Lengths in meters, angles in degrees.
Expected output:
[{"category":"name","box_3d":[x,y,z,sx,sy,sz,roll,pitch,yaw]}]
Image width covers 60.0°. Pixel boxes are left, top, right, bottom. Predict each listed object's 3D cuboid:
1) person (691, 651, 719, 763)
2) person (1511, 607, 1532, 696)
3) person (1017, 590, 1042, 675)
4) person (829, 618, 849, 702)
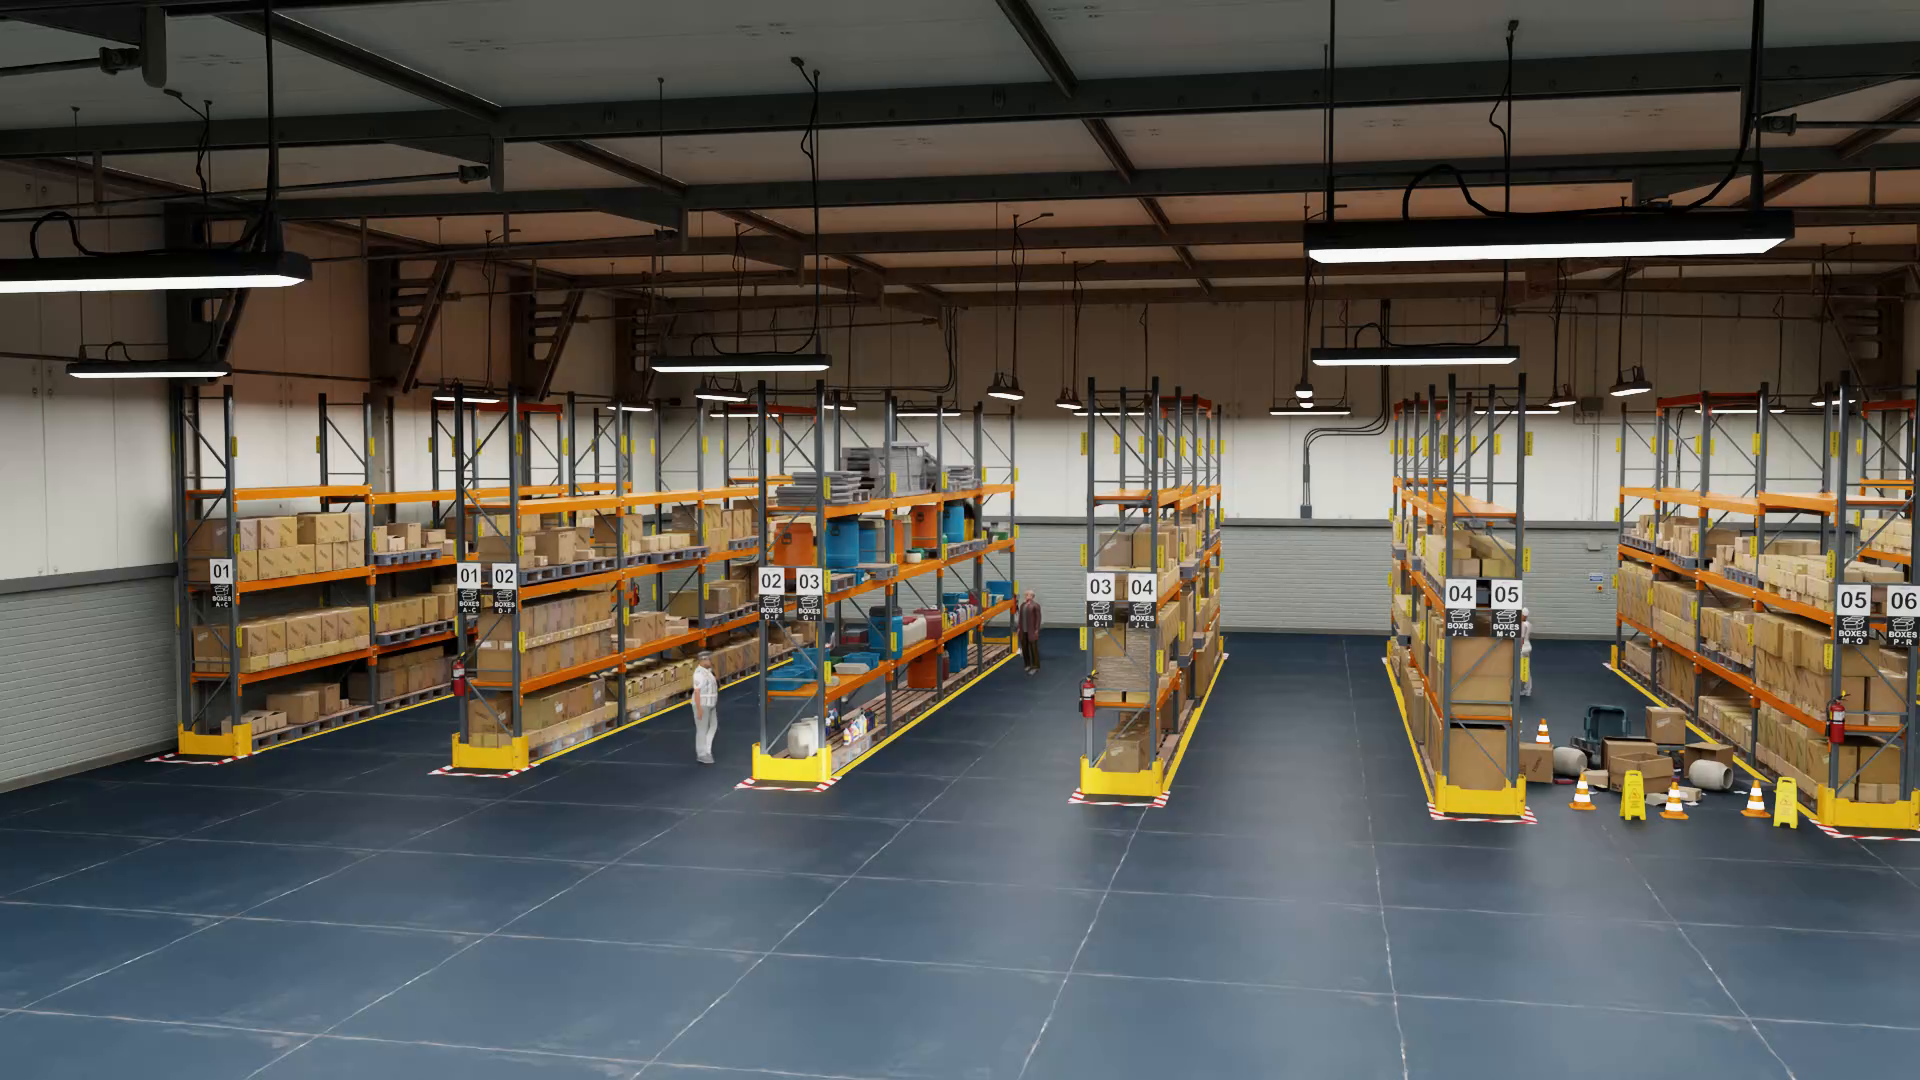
[{"category":"person","box_3d":[-4.051,2.689,26.494,0.395,1.855,0.614,1,3,12]},{"category":"person","box_3d":[11.223,2.242,33.497,0.600,1.782,0.617,-2,4,-35]},{"category":"person","box_3d":[1.464,1.976,35.813,0.613,1.808,0.442,3,4,40]},{"category":"person","box_3d":[-2.346,2.490,32.578,0.466,1.447,0.516,-3,4,-44]}]
